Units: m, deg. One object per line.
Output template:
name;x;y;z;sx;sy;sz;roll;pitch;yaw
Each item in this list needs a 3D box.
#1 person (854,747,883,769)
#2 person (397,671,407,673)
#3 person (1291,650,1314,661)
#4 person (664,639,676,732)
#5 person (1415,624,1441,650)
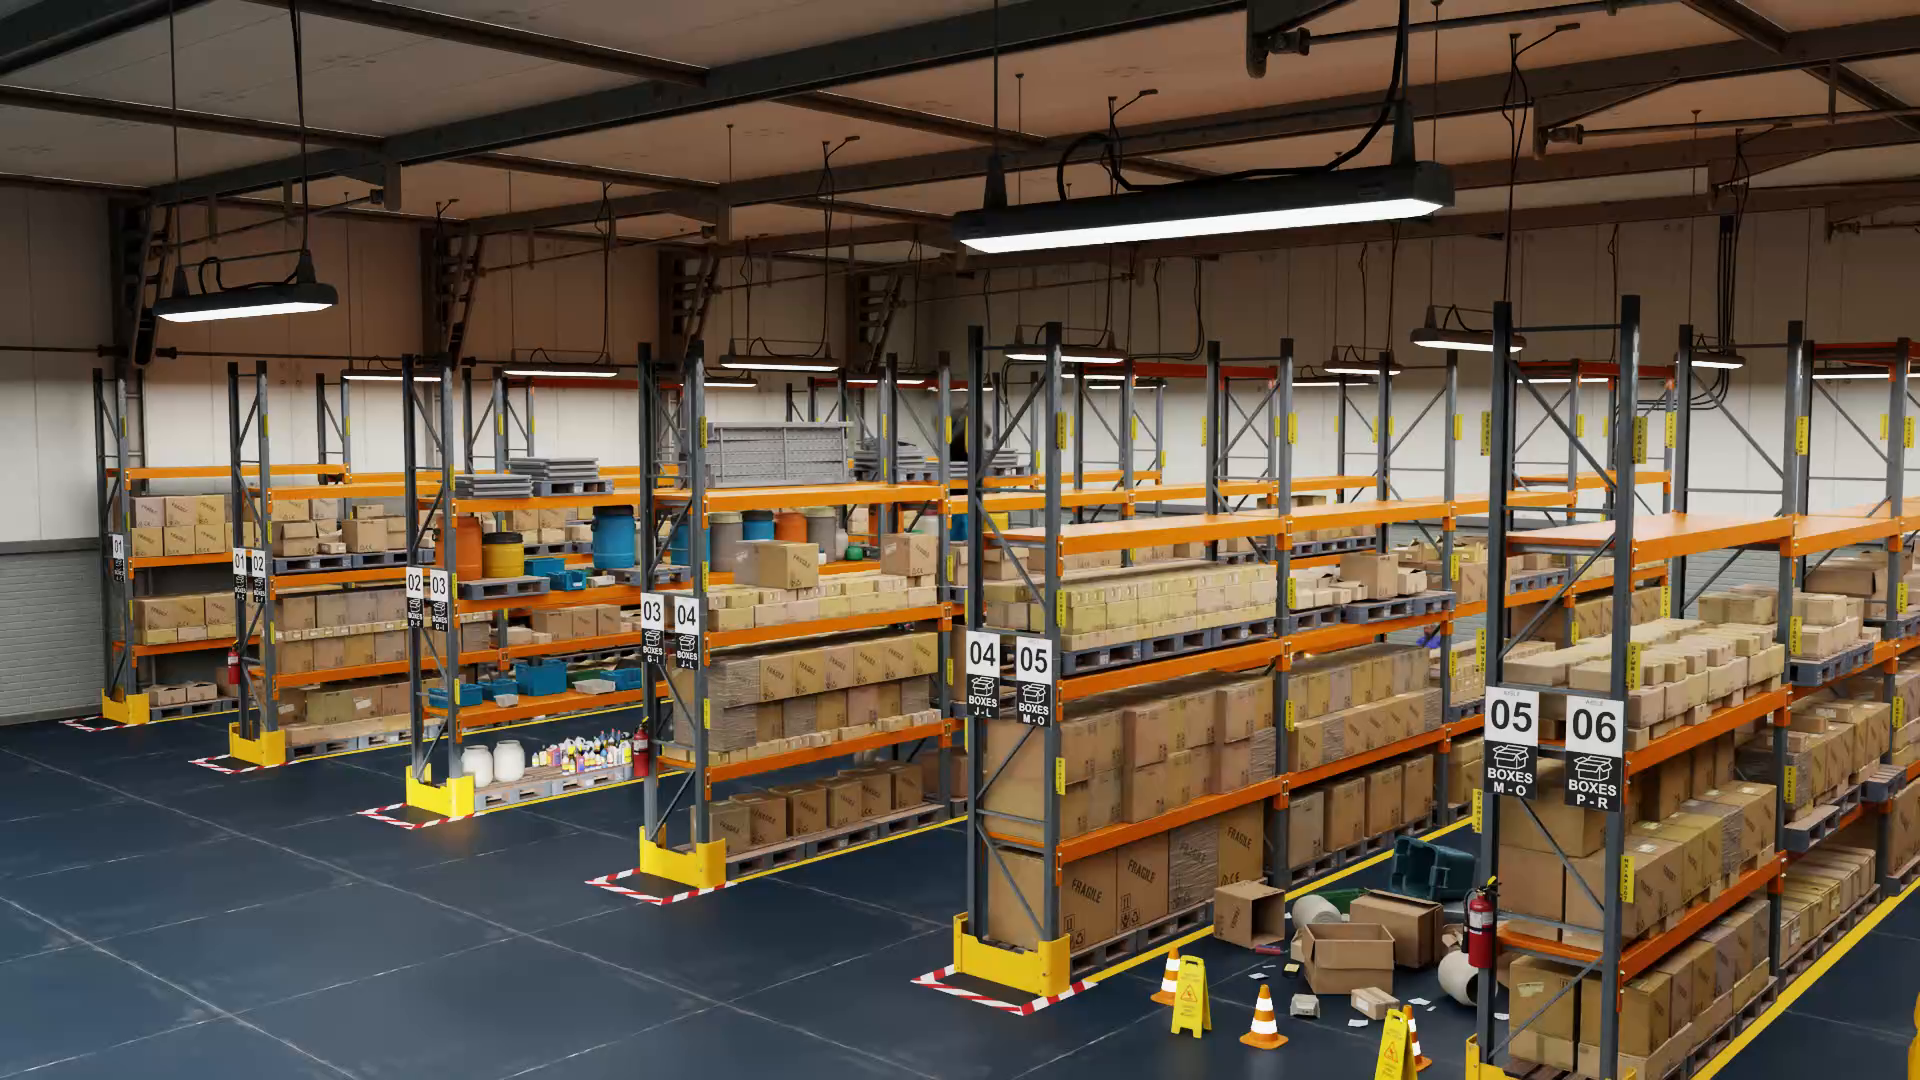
person;-1.252;2.643;22.861;0.659;1.674;0.600;3;5;36
person;-9.702;2.214;29.172;0.568;1.683;0.869;3;5;35
person;5.213;2.360;25.686;0.697;1.764;0.911;3;5;35
person;-4.641;2.221;27.752;0.677;1.832;0.889;3;5;32
person;8.171;2.233;28.844;0.599;1.600;0.605;3;5;34
